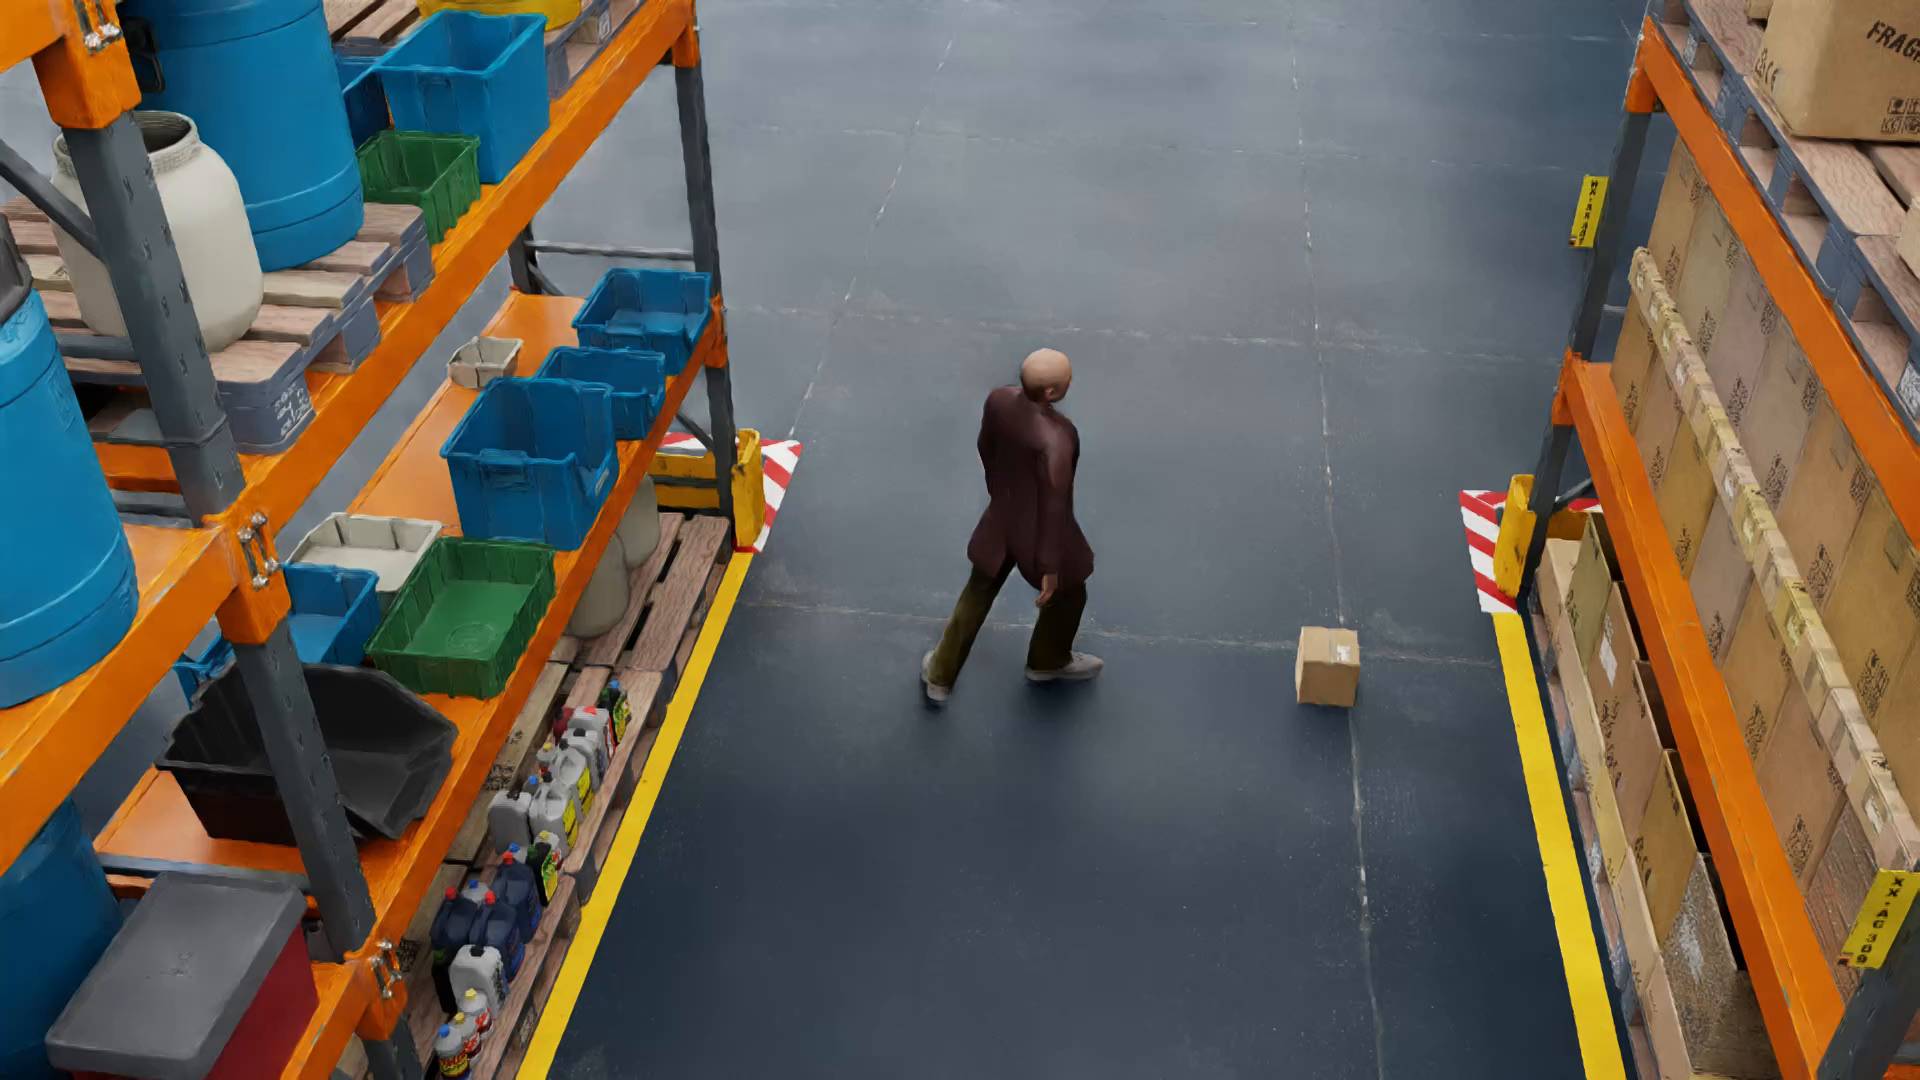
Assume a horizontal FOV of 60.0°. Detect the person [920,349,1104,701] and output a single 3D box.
[{"bbox_3d":[0.235,-0.044,7.131,0.829,1.753,0.701,-24,42,-30],"label":"person"}]
